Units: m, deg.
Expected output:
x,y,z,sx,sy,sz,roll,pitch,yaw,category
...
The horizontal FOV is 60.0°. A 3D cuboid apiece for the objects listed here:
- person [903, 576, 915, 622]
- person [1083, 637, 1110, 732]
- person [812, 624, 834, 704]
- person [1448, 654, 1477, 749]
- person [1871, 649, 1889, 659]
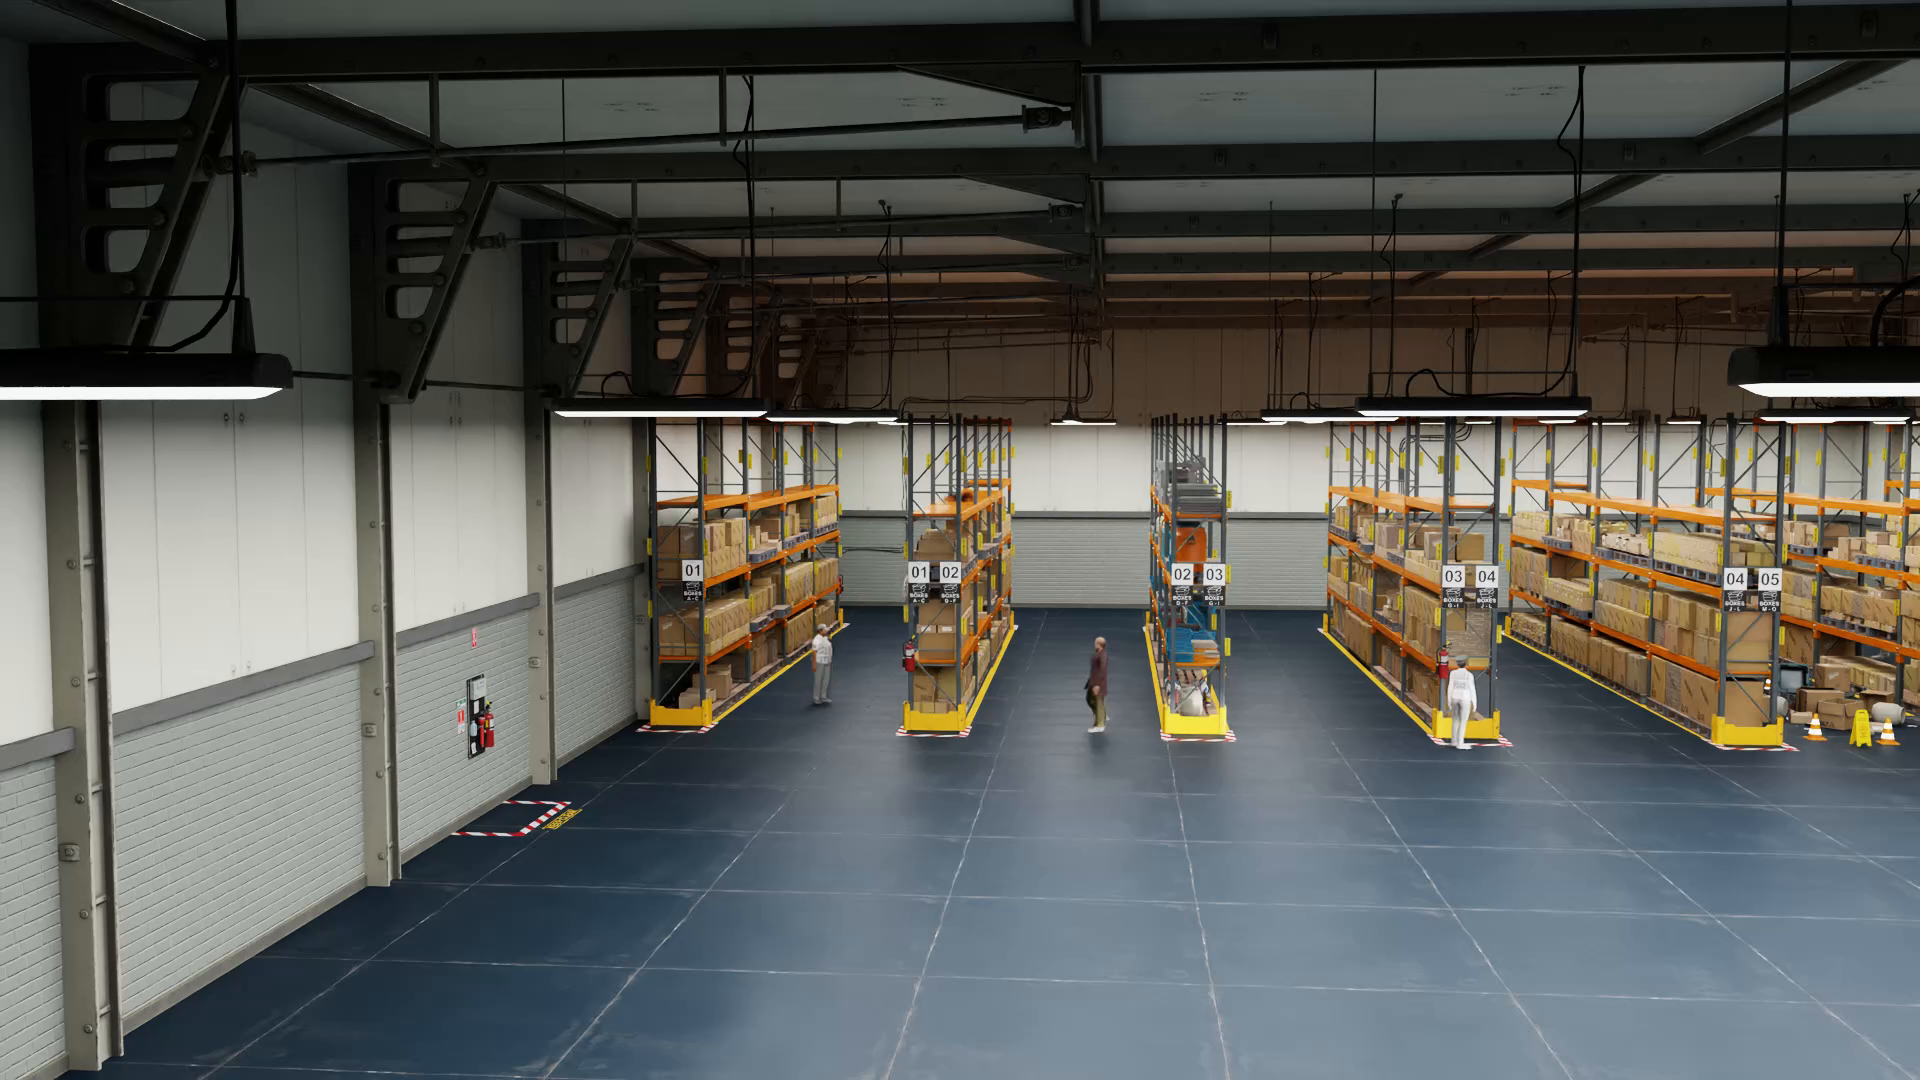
x,y,z,sx,sy,sz,roll,pitch,yaw,category
-1.477,1.617,49.374,0.425,1.544,0.884,0,4,1,person
2.606,2.709,31.426,0.553,1.779,0.660,-1,4,-13,person
-2.865,2.567,34.601,0.399,1.668,0.583,2,4,28,person
8.999,2.897,29.707,0.442,1.707,0.550,-3,5,-41,person
22.872,2.069,41.151,0.507,1.813,0.606,2,4,30,person
